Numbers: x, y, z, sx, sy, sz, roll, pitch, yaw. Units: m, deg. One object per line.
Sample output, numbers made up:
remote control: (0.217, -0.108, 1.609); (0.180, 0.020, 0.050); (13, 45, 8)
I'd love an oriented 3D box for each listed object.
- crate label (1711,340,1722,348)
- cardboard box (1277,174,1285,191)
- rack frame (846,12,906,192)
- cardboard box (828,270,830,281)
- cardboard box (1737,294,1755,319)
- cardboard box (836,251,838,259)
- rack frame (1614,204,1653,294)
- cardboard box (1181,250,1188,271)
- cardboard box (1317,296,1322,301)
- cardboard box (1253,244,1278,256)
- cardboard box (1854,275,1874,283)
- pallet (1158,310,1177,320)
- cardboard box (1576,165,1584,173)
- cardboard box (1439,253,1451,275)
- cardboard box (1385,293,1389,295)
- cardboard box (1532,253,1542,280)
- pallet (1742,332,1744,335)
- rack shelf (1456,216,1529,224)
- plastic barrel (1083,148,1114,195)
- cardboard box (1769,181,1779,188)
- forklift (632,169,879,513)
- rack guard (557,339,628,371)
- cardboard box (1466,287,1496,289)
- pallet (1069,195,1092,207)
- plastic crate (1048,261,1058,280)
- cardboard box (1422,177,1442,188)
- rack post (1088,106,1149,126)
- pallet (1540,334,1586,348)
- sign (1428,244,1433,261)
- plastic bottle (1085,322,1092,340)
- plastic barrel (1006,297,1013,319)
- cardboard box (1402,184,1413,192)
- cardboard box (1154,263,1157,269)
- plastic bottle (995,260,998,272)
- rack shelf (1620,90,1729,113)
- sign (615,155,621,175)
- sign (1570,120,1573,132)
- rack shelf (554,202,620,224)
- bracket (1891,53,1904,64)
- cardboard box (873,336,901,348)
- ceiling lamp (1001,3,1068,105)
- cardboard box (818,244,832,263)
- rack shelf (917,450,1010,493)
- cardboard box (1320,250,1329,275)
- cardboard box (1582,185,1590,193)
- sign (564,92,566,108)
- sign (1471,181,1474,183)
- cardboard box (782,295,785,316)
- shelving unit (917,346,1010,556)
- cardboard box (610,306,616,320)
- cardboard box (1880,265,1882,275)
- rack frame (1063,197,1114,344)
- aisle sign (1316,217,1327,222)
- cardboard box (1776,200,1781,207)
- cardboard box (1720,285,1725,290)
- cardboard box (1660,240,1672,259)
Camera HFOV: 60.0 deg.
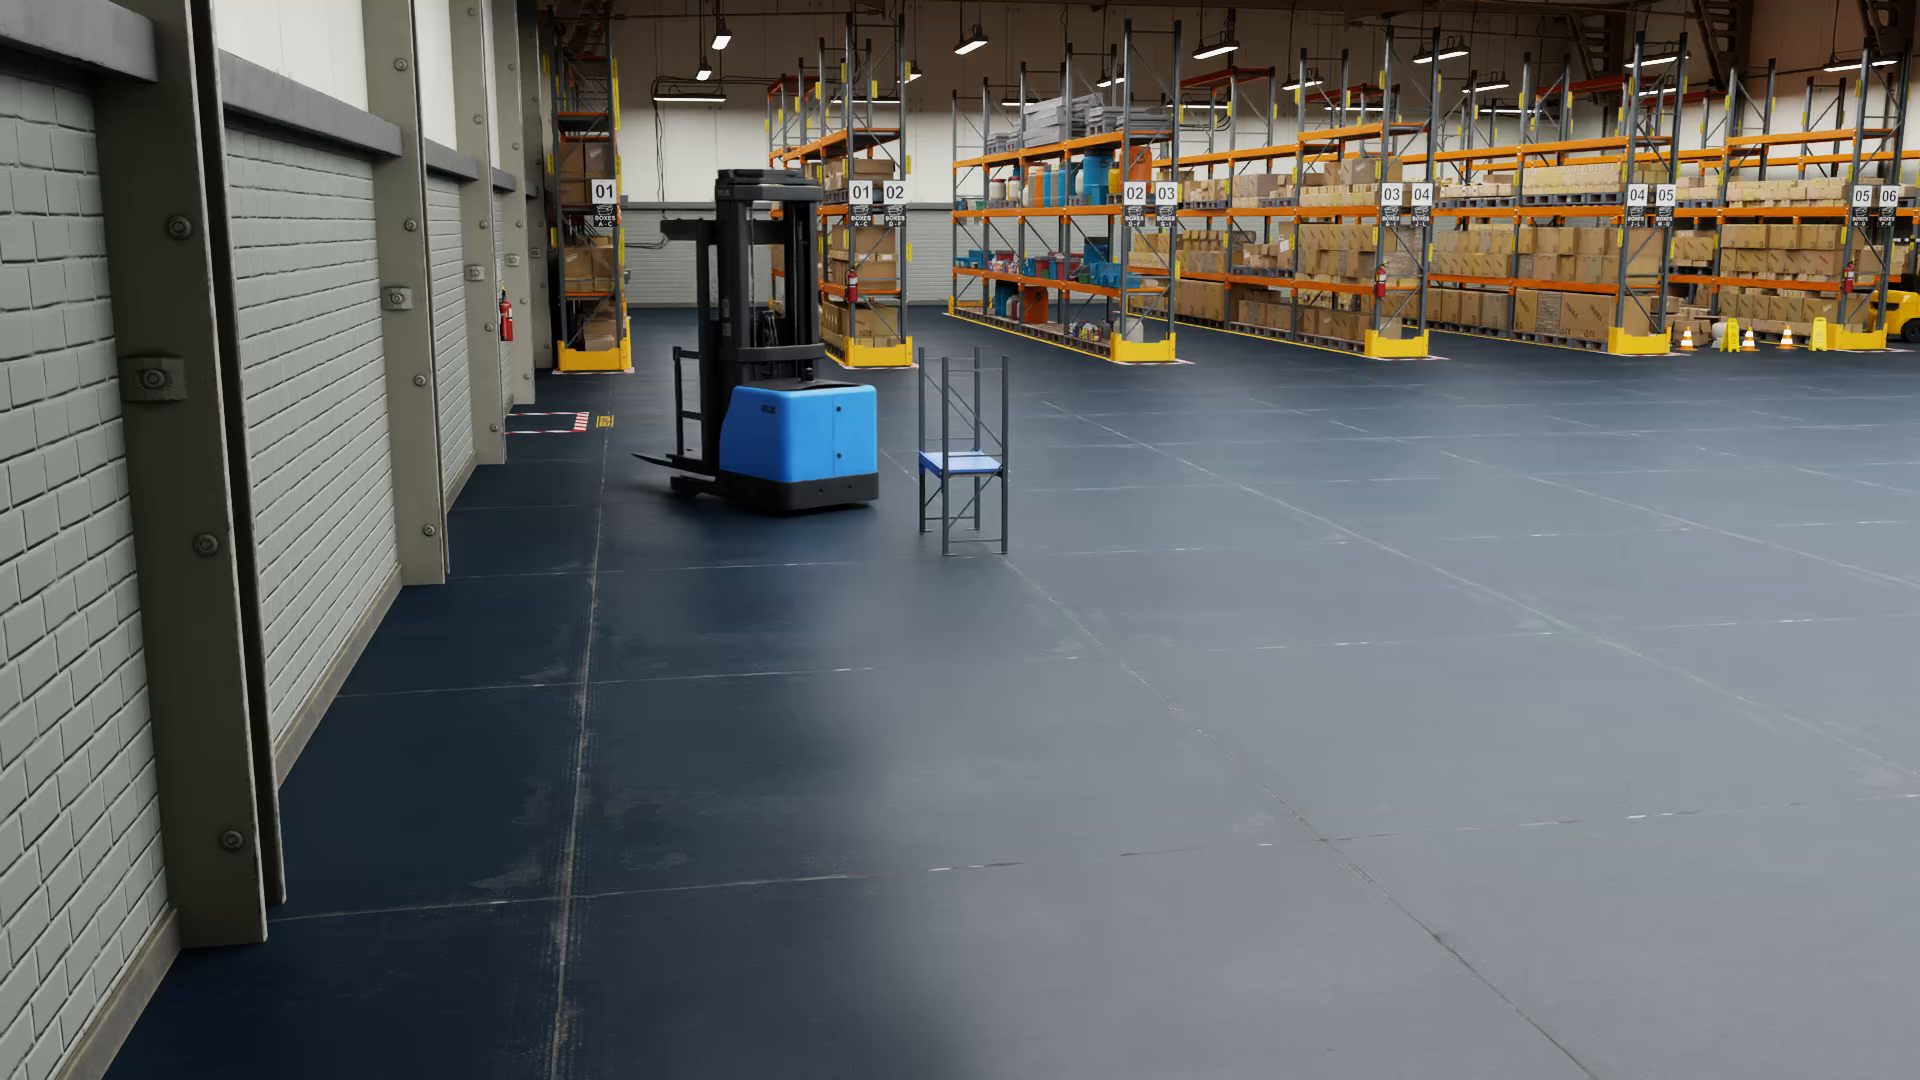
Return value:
crate label: (15.407, -3.969, 33.685); (0.250, 0.136, 0.298); (-9, 14, -40)
cardboard box: (7.245, -7.916, 37.139); (0.500, 0.500, 0.500); (-2, 11, -10)
rack frame: (-1.446, -7.532, 28.700); (1.000, 3.000, 0.127); (-2, 11, -11)
cardboard box: (-2.576, -5.407, 33.940); (0.396, 0.266, 0.258); (-2, 11, -12)
cardboard box: (17.180, -5.046, 35.912); (0.500, 0.500, 0.500); (-2, 11, -9)
cardboard box: (-2.162, -5.442, 31.765); (0.380, 0.149, 0.250); (-2, 11, -13)
rack frame: (16.436, -6.772, 40.752); (1.000, 3.000, 0.127); (-2, 11, -11)
cardboard box: (5.880, -7.008, 41.729); (0.500, 0.500, 0.500); (-2, 11, -11)
cardboard box: (10.115, -6.697, 46.065); (0.380, 0.149, 0.250); (-3, 11, -14)
cardboard box: (7.066, -6.470, 37.779); (0.700, 0.500, 0.500); (0, 11, -3)
cardboard box: (18.129, -5.251, 33.434); (0.380, 0.149, 0.250); (-2, 11, -11)
pallet: (5.866, -5.917, 43.722); (1.003, 0.211, 1.213); (-2, 11, -11)
cardboard box: (12.511, -7.386, 33.105); (0.380, 0.149, 0.250); (-2, 11, -12)
cardboard box: (11.525, -6.437, 38.726); (0.500, 0.500, 0.500); (-2, 11, -12)
cardboard box: (10.908, -6.317, 41.921); (0.500, 0.250, 0.500); (-2, 11, -9)
cardboard box: (12.591, -5.746, 34.962); (0.875, 0.550, 0.550); (-2, 11, -11)
pallet: (17.061, -4.811, 37.909); (1.003, 0.211, 1.213); (-2, 11, -11)
rack shelf: (15.269, -8.992, 46.321); (1.077, 0.370, 4.000); (-2, 11, -11)
plastic barrel: (2.724, -7.237, 32.712); (0.600, 0.901, 0.708); (-2, 11, -11)
cardboard box: (17.262, -7.473, 34.956); (0.380, 0.149, 0.250); (-2, 11, -12)
forklift: (-2.037, -1.893, 15.301); (1.130, 2.935, 3.031); (-9, 14, -38)
rack guard: (-6.320, -3.190, 28.618); (1.175, 0.500, 0.348); (-2, 11, -11)
cardboard box: (15.107, -7.069, 48.045); (0.875, 0.438, 0.875); (-3, 11, -13)
pallet: (2.871, -6.750, 33.119); (1.213, 0.211, 1.003); (-2, 11, -11)
plastic crate: (2.115, -5.681, 35.063); (0.392, 0.384, 0.575); (-2, 11, -11)
cardboard box: (11.267, -8.537, 39.688); (0.396, 0.266, 0.258); (-2, 11, -11)
rack post: (3.005, -8.028, 31.511); (0.937, 0.300, 0.954); (-2, 11, -12)
pallet: (12.690, -4.103, 34.190); (1.003, 0.211, 1.213); (-2, 11, -11)
sign: (8.804, -5.389, 31.173); (0.100, 0.325, 0.005); (-2, 11, -11)
plastic bottle: (2.541, -4.103, 32.637); (0.144, 0.351, 0.185); (-2, 11, -9)
plastic barrel: (1.328, -5.612, 40.190); (0.421, 0.512, 0.421); (0, 11, 0)
cardboard box: (8.445, -6.599, 31.156); (0.380, 0.149, 0.250); (-2, 11, -11)
cardboard box: (5.356, -7.254, 43.960); (0.380, 0.149, 0.250); (-2, 11, -10)
plastic bottle: (0.905, -6.662, 40.487); (0.061, 0.283, 0.133); (-2, 11, -11)
rack shelf: (20.137, -12.280, 46.682); (1.077, 0.370, 4.000); (-2, 11, -11)
sign: (-5.773, -6.326, 28.053); (0.100, 0.325, 0.005); (-2, 11, -11)
sign: (16.188, -10.972, 44.066); (0.100, 0.325, 0.005); (-2, 11, -11)
rack shelf: (-6.694, -5.891, 30.025); (1.077, 0.370, 4.000); (-2, 11, -11)
bracket: (22.175, -11.373, 39.255); (0.235, 0.232, 0.430); (-2, 11, -11)
cardboard box: (-1.333, -3.547, 30.038); (0.500, 0.250, 0.500); (-2, 11, -11)
ceiling lamp: (2.249, -14.097, 47.582); (2.000, 3.185, 0.800); (-2, 11, -11)
cardboard box: (-3.235, -6.419, 37.507); (0.700, 0.500, 0.500); (-6, 12, -30)
rack shelf: (0.017, -0.544, 13.008); (0.538, 0.185, 1.000); (-2, 11, -11)
cardboard box: (7.779, -5.607, 33.571); (0.875, 0.500, 0.500); (-2, 11, -11)
cardboard box: (12.561, -6.947, 32.932); (0.380, 0.149, 0.250); (-2, 11, -12)
sign: (-8.404, -9.334, 35.247); (0.100, 0.325, 0.005); (-2, 11, -11)
sign: (12.146, -8.358, 39.471); (0.100, 0.325, 0.005); (-2, 11, -11)
cardboard box: (-4.169, -5.868, 41.512); (0.500, 0.500, 0.500); (-2, 11, -11)
shelving unit: (0.017, -0.721, 12.974); (0.538, 1.500, 1.048); (-2, 11, -11)
cardboard box: (-7.670, -4.729, 35.529); (0.700, 0.500, 0.500); (-2, 11, -10)
cardboard box: (21.624, -6.321, 38.783); (0.500, 0.250, 0.500); (-2, 11, -11)
rack frame: (2.635, -5.498, 34.058); (1.000, 3.000, 0.127); (-2, 11, -11)
aisle sign: (10.325, -9.342, 47.303); (0.394, 0.787, 0.004); (-2, 11, -11)
cardboard box: (17.334, -7.039, 34.805); (0.380, 0.149, 0.250); (-2, 11, -11)
cardboard box: (20.593, -6.764, 44.537); (0.380, 0.149, 0.250); (-2, 11, -12)
cardboard box: (16.604, -6.798, 38.704); (0.500, 0.500, 0.500); (-3, 11, -13)
